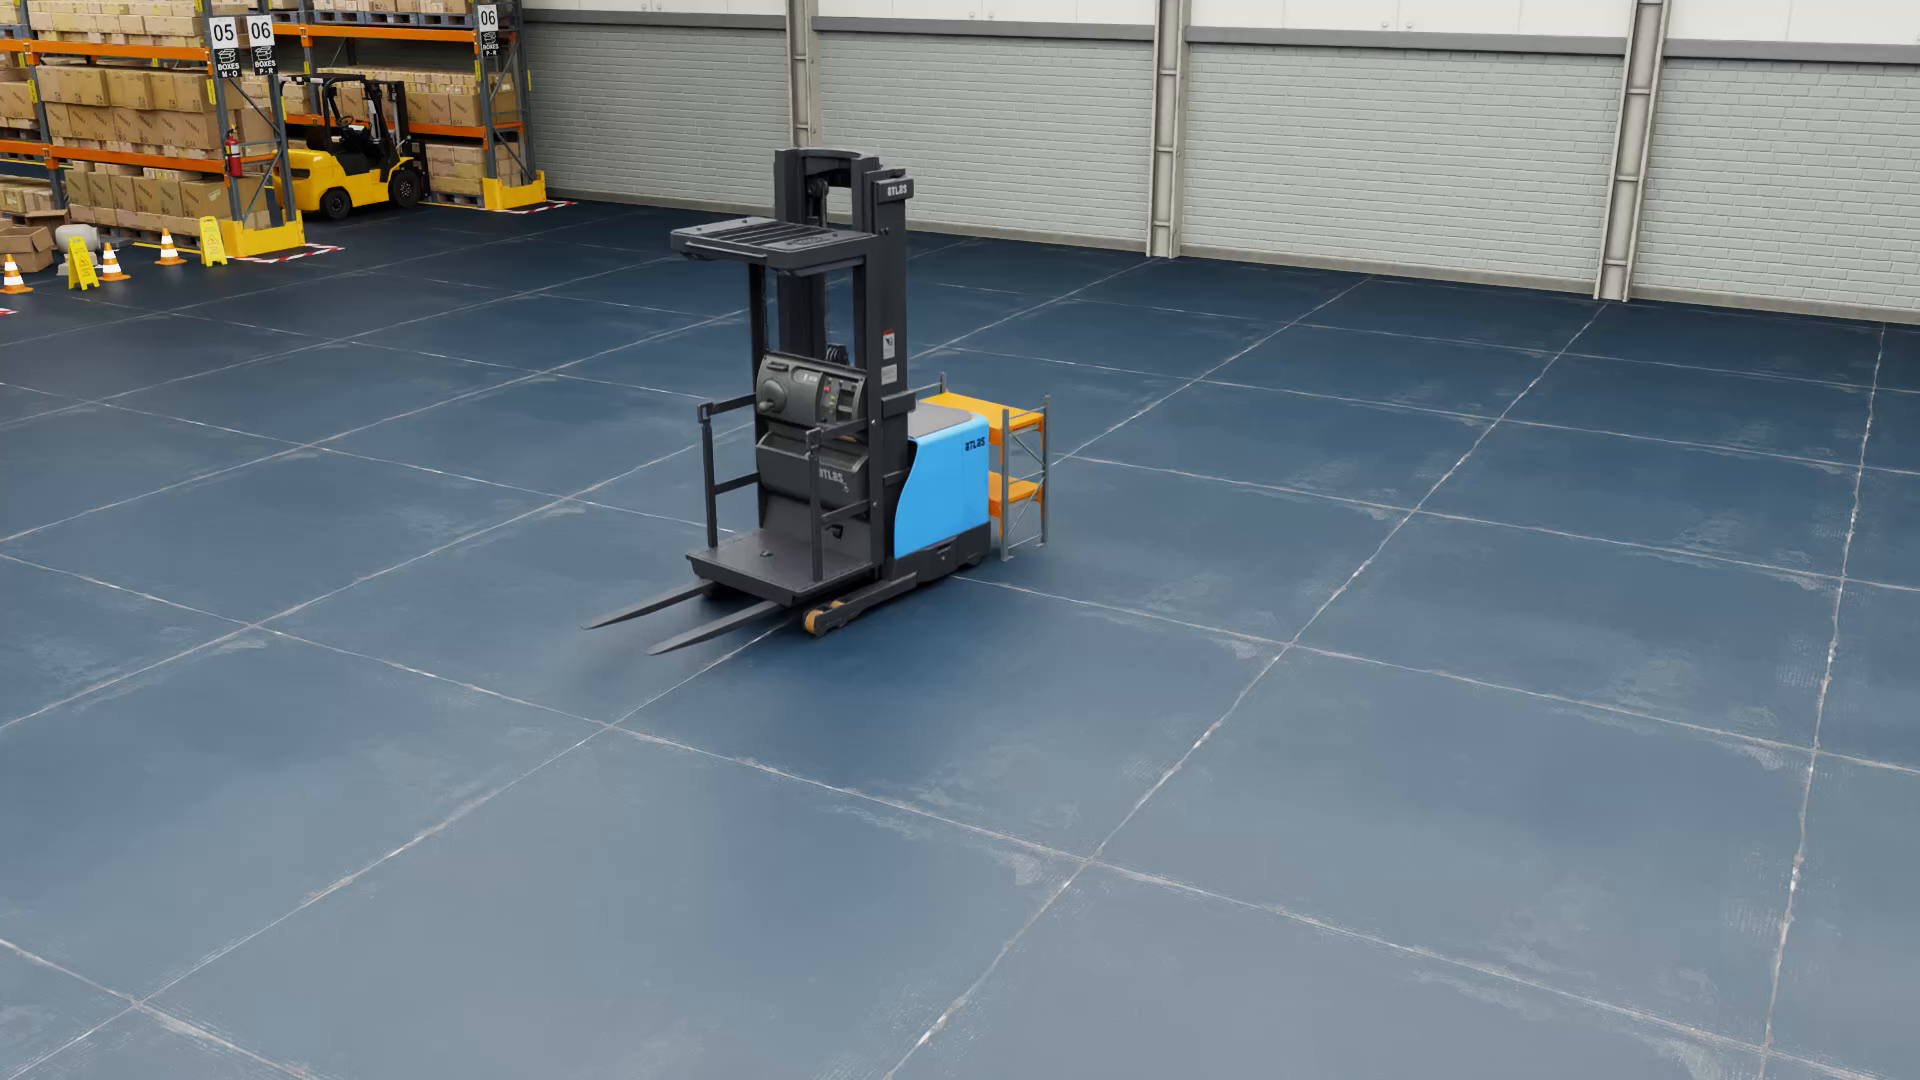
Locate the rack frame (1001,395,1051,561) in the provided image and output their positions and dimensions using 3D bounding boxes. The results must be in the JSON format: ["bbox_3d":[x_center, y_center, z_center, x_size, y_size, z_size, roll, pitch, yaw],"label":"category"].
[{"bbox_3d":[0.472,-0.443,11.938,0.032,1.125,0.500,17,26,39],"label":"rack frame"}]

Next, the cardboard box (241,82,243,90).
[{"bbox_3d":[-12.822,-8.119,29.835,0.500,0.250,0.500,11,23,28],"label":"cardboard box"}]

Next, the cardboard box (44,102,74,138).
[{"bbox_3d":[-13.111,-6.242,24.590,0.500,0.500,0.500,11,23,27],"label":"cardboard box"}]

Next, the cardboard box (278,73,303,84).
[{"bbox_3d":[-11.770,-8.126,29.269,0.250,0.149,0.380,11,23,27],"label":"cardboard box"}]

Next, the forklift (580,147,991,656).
[{"bbox_3d":[-1.114,-0.956,10.703,1.130,2.935,3.031,16,25,37],"label":"forklift"}]

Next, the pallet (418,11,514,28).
[{"bbox_3d":[-8.054,-8.518,27.179,1.213,0.211,1.003,11,23,27],"label":"pallet"}]

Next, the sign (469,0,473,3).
[{"bbox_3d":[-7.726,-8.654,26.242,0.005,0.325,0.100,11,23,27],"label":"sign"}]

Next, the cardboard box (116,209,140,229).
[{"bbox_3d":[-12.039,-4.764,24.517,0.500,0.250,0.500,10,22,27],"label":"cardboard box"}]

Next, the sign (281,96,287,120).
[{"bbox_3d":[-9.602,-6.114,23.552,0.005,0.325,0.100,11,23,27],"label":"sign"}]

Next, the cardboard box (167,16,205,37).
[{"bbox_3d":[-10.445,-7.030,22.731,0.500,0.250,0.500,10,22,27],"label":"cardboard box"}]

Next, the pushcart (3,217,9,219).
[{"bbox_3d":[-14.427,-4.291,23.641,0.936,0.377,1.648,3,20,9],"label":"pushcart"}]

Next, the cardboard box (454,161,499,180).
[{"bbox_3d":[-8.027,-6.152,27.609,0.500,0.250,0.500,10,22,27],"label":"cardboard box"}]

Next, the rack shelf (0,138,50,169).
[{"bbox_3d":[-15.105,-6.205,26.128,4.000,0.370,1.077,11,23,27],"label":"rack shelf"}]

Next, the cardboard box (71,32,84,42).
[{"bbox_3d":[-12.536,-7.256,23.939,0.250,0.149,0.380,12,23,29],"label":"cardboard box"}]

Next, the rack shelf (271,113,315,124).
[{"bbox_3d":[-12.687,-7.684,30.203,4.000,0.370,1.077,11,23,27],"label":"rack shelf"}]

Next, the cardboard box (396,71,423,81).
[{"bbox_3d":[-9.207,-7.766,27.841,0.250,0.149,0.380,11,23,28],"label":"cardboard box"}]

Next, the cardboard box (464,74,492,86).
[{"bbox_3d":[-7.865,-7.513,27.143,0.250,0.149,0.380,11,23,27],"label":"cardboard box"}]

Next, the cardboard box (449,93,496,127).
[{"bbox_3d":[-8.007,-7.075,27.323,0.500,0.500,0.500,10,22,26],"label":"cardboard box"}]

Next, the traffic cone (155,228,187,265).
[{"bbox_3d":[-10.871,-4.041,22.826,0.334,0.463,0.336,11,23,27],"label":"traffic cone"}]

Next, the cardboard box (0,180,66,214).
[{"bbox_3d":[-14.447,-5.378,26.030,0.625,0.372,0.950,12,23,31],"label":"cardboard box"}]

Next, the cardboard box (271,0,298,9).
[{"bbox_3d":[-11.692,-9.350,28.711,0.500,0.311,0.500,10,22,26],"label":"cardboard box"}]

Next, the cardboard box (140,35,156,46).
[{"bbox_3d":[-11.193,-6.989,23.203,0.250,0.149,0.380,11,22,27],"label":"cardboard box"}]

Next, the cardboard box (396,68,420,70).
[{"bbox_3d":[-9.413,-7.995,28.473,0.250,0.149,0.380,11,22,27],"label":"cardboard box"}]

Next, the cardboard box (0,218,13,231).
[{"bbox_3d":[-13.455,-4.127,22.807,0.503,0.637,0.797,11,23,27],"label":"cardboard box"}]

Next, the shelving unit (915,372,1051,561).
[{"bbox_3d":[0.094,-0.560,12.258,1.048,1.125,0.538,17,26,39],"label":"shelving unit"}]

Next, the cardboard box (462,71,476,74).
[{"bbox_3d":[-8.088,-7.728,27.738,0.250,0.149,0.380,11,23,28],"label":"cardboard box"}]

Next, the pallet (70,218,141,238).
[{"bbox_3d":[-12.755,-4.799,25.285,1.213,0.211,1.003,11,23,27],"label":"pallet"}]

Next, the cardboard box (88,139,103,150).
[{"bbox_3d":[-12.549,-5.832,24.412,0.250,0.149,0.380,12,23,29],"label":"cardboard box"}]

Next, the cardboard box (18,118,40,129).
[{"bbox_3d":[-13.943,-6.294,25.069,0.250,0.149,0.380,11,23,28],"label":"cardboard box"}]

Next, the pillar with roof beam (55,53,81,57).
[{"bbox_3d":[-20.193,-10.942,29.334,0.400,9.000,9.100,11,23,27],"label":"pillar with roof beam"}]

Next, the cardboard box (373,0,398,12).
[{"bbox_3d":[-9.292,-9.037,27.566,0.637,0.503,0.797,12,23,29],"label":"cardboard box"}]

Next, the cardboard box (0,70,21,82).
[{"bbox_3d":[-14.480,-7.020,25.170,0.250,0.149,0.380,10,22,26],"label":"cardboard box"}]

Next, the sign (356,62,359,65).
[{"bbox_3d":[-10.672,-8.299,29.459,0.005,0.325,0.100,11,23,27],"label":"sign"}]

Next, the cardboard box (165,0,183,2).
[{"bbox_3d":[-13.920,-9.863,29.848,0.500,0.500,0.500,11,23,28],"label":"cardboard box"}]

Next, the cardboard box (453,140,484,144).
[{"bbox_3d":[-8.214,-6.617,28.159,0.500,0.250,0.500,11,23,27],"label":"cardboard box"}]

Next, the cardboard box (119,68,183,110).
[{"bbox_3d":[-11.353,-6.363,23.459,0.500,0.500,0.700,10,22,27],"label":"cardboard box"}]

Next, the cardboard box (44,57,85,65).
[{"bbox_3d":[-17.160,-9.031,32.100,0.500,0.500,0.700,11,23,28],"label":"cardboard box"}]

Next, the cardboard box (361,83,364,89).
[{"bbox_3d":[-9.916,-7.725,28.165,0.250,0.149,0.380,11,22,27],"label":"cardboard box"}]

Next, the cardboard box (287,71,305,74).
[{"bbox_3d":[-11.803,-8.302,29.755,0.250,0.149,0.380,11,22,27],"label":"cardboard box"}]

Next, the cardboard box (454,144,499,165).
[{"bbox_3d":[-8.003,-6.383,27.512,0.500,0.250,0.500,12,23,29],"label":"cardboard box"}]

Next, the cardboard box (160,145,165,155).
[{"bbox_3d":[-11.181,-5.602,23.780,0.250,0.149,0.380,11,23,28],"label":"cardboard box"}]

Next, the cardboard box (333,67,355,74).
[{"bbox_3d":[-10.527,-8.028,28.564,0.250,0.149,0.380,11,23,28],"label":"cardboard box"}]

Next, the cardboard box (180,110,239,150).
[{"bbox_3d":[-10.475,-5.741,23.210,0.500,0.500,0.500,10,22,26],"label":"cardboard box"}]

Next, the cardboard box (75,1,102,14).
[{"bbox_3d":[-12.318,-7.569,23.633,0.250,0.149,0.380,10,22,26],"label":"cardboard box"}]

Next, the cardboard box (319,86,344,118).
[{"bbox_3d":[-10.681,-7.585,28.729,0.500,0.500,0.500,10,22,26],"label":"cardboard box"}]

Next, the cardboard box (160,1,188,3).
[{"bbox_3d":[-11.128,-7.574,23.646,0.250,0.149,0.380,11,23,29],"label":"cardboard box"}]

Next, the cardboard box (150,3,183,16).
[{"bbox_3d":[-10.940,-7.330,22.973,0.250,0.149,0.380,11,23,28],"label":"cardboard box"}]

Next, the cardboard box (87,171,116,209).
[{"bbox_3d":[-12.502,-5.204,24.630,0.500,0.500,0.500,12,23,29],"label":"cardboard box"}]

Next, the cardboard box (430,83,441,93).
[{"bbox_3d":[-8.534,-7.490,27.516,0.250,0.149,0.380,11,22,27],"label":"cardboard box"}]

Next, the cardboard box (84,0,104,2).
[{"bbox_3d":[-12.528,-7.800,24.269,0.250,0.149,0.380,11,23,29],"label":"cardboard box"}]

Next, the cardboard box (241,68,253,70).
[{"bbox_3d":[-13.133,-8.554,30.451,0.250,0.149,0.380,11,22,27],"label":"cardboard box"}]

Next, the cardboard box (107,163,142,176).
[{"bbox_3d":[-12.209,-5.427,24.293,0.250,0.149,0.380,12,23,30],"label":"cardboard box"}]

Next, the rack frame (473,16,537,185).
[{"bbox_3d":[-7.449,-7.024,27.330,0.127,3.000,1.000,11,23,27],"label":"rack frame"}]

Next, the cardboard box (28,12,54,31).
[{"bbox_3d":[-13.108,-7.536,24.125,0.500,0.250,0.500,10,22,26],"label":"cardboard box"}]

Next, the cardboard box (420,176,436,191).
[{"bbox_3d":[-8.875,-6.084,28.156,0.500,0.250,0.500,11,23,28],"label":"cardboard box"}]

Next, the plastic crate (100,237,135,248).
[{"bbox_3d":[-12.388,-4.333,24.194,0.583,0.080,0.402,3,20,9],"label":"plastic crate"}]

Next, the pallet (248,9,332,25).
[{"bbox_3d":[-11.718,-9.152,29.079,1.217,0.209,0.805,10,22,25],"label":"pallet"}]
